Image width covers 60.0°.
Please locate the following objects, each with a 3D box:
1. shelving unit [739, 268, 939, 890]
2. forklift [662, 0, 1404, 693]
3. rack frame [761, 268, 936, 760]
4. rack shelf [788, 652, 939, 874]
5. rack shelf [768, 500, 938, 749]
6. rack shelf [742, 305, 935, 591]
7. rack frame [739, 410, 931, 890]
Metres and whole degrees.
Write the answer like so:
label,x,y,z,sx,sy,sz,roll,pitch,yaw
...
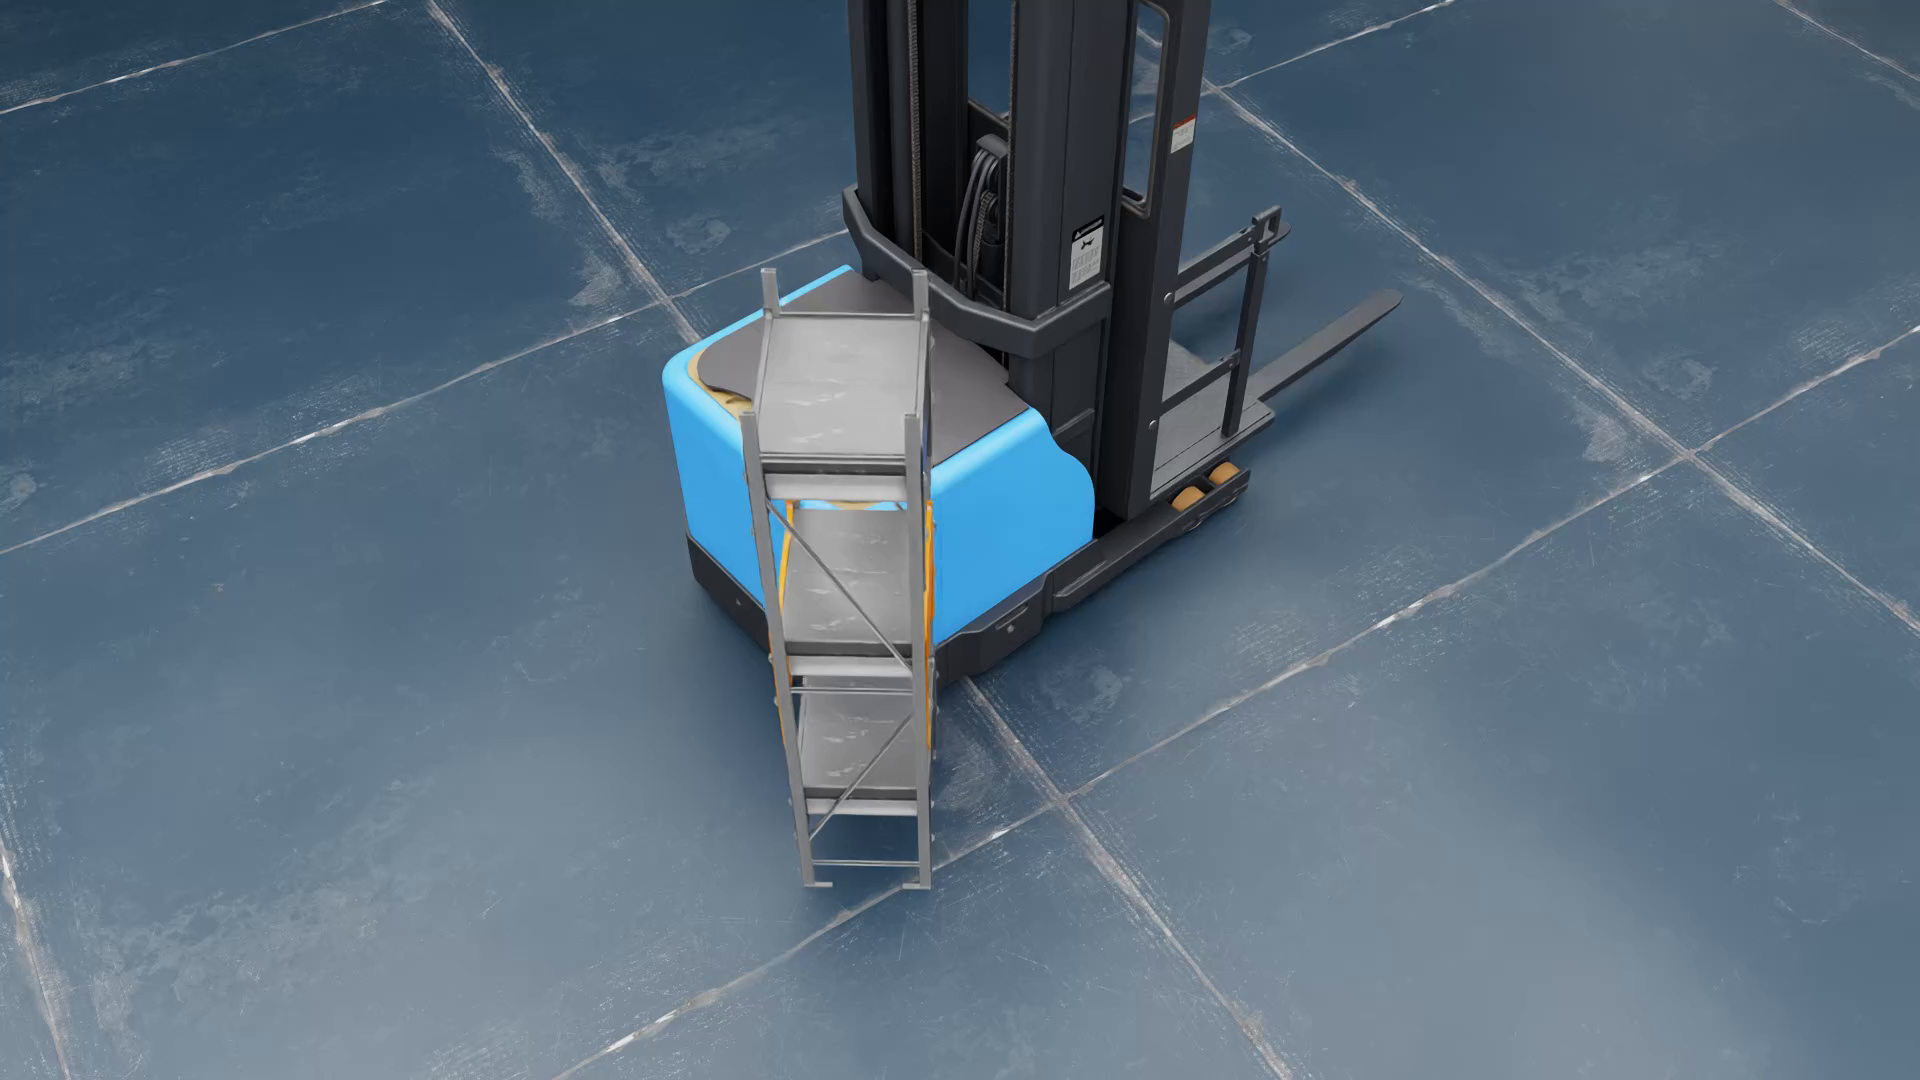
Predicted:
label,x,y,z,sx,sy,sz,roll,pitch,yaw
shelving unit,-0.286,0.226,4.639,0.431,2.100,0.503,1,49,1
forklift,0.469,-1.280,5.427,3.031,2.935,1.130,-33,56,-26
rack frame,-0.281,0.041,4.799,0.400,2.100,0.015,1,49,1
rack shelf,-0.287,0.694,5.177,0.431,0.518,0.480,1,49,1
rack shelf,-0.286,0.234,4.649,0.431,0.518,0.480,1,49,1
rack shelf,-0.285,-0.225,4.121,0.431,0.518,0.480,1,49,1
rack frame,-0.291,0.410,4.479,0.400,2.100,0.015,1,49,1
